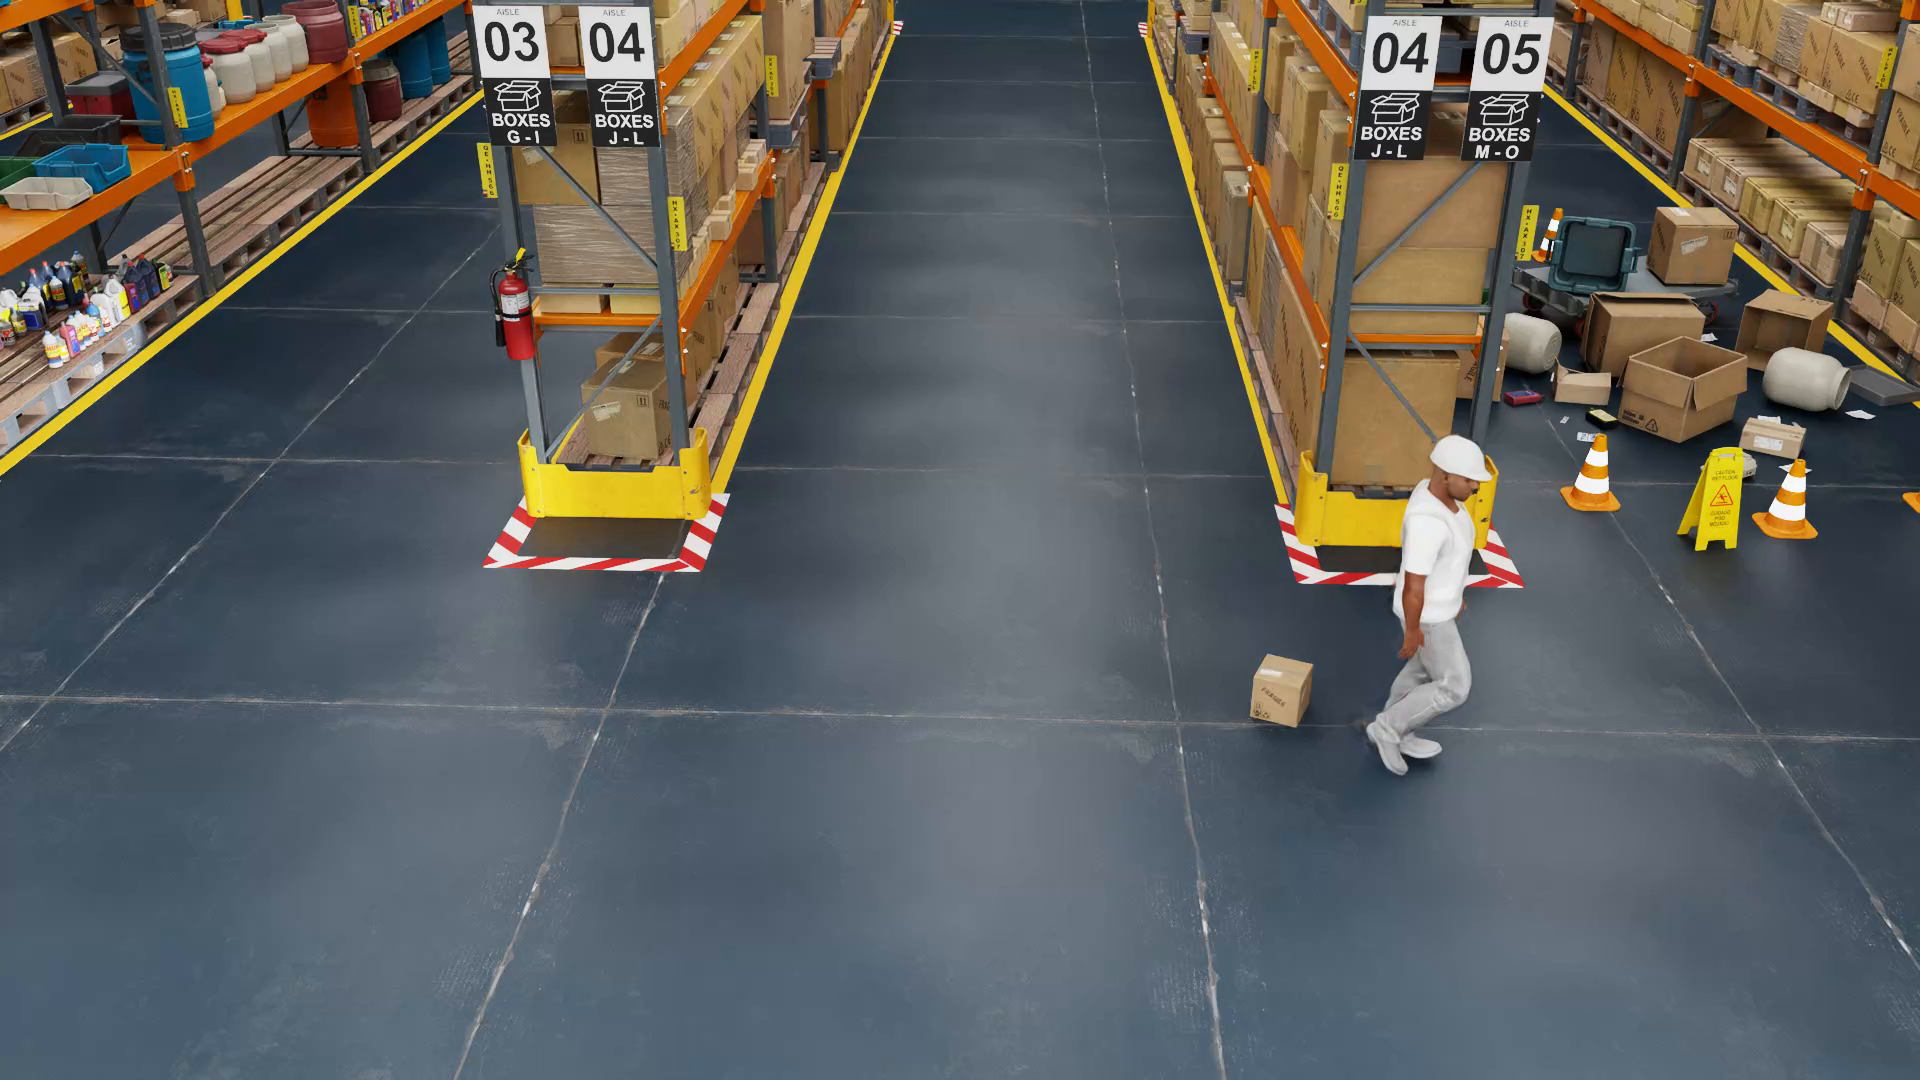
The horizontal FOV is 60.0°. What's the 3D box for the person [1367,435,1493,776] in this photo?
[{"bbox_3d":[2.256,0.333,7.926,0.451,1.787,0.587,9,29,17],"label":"person"}]
